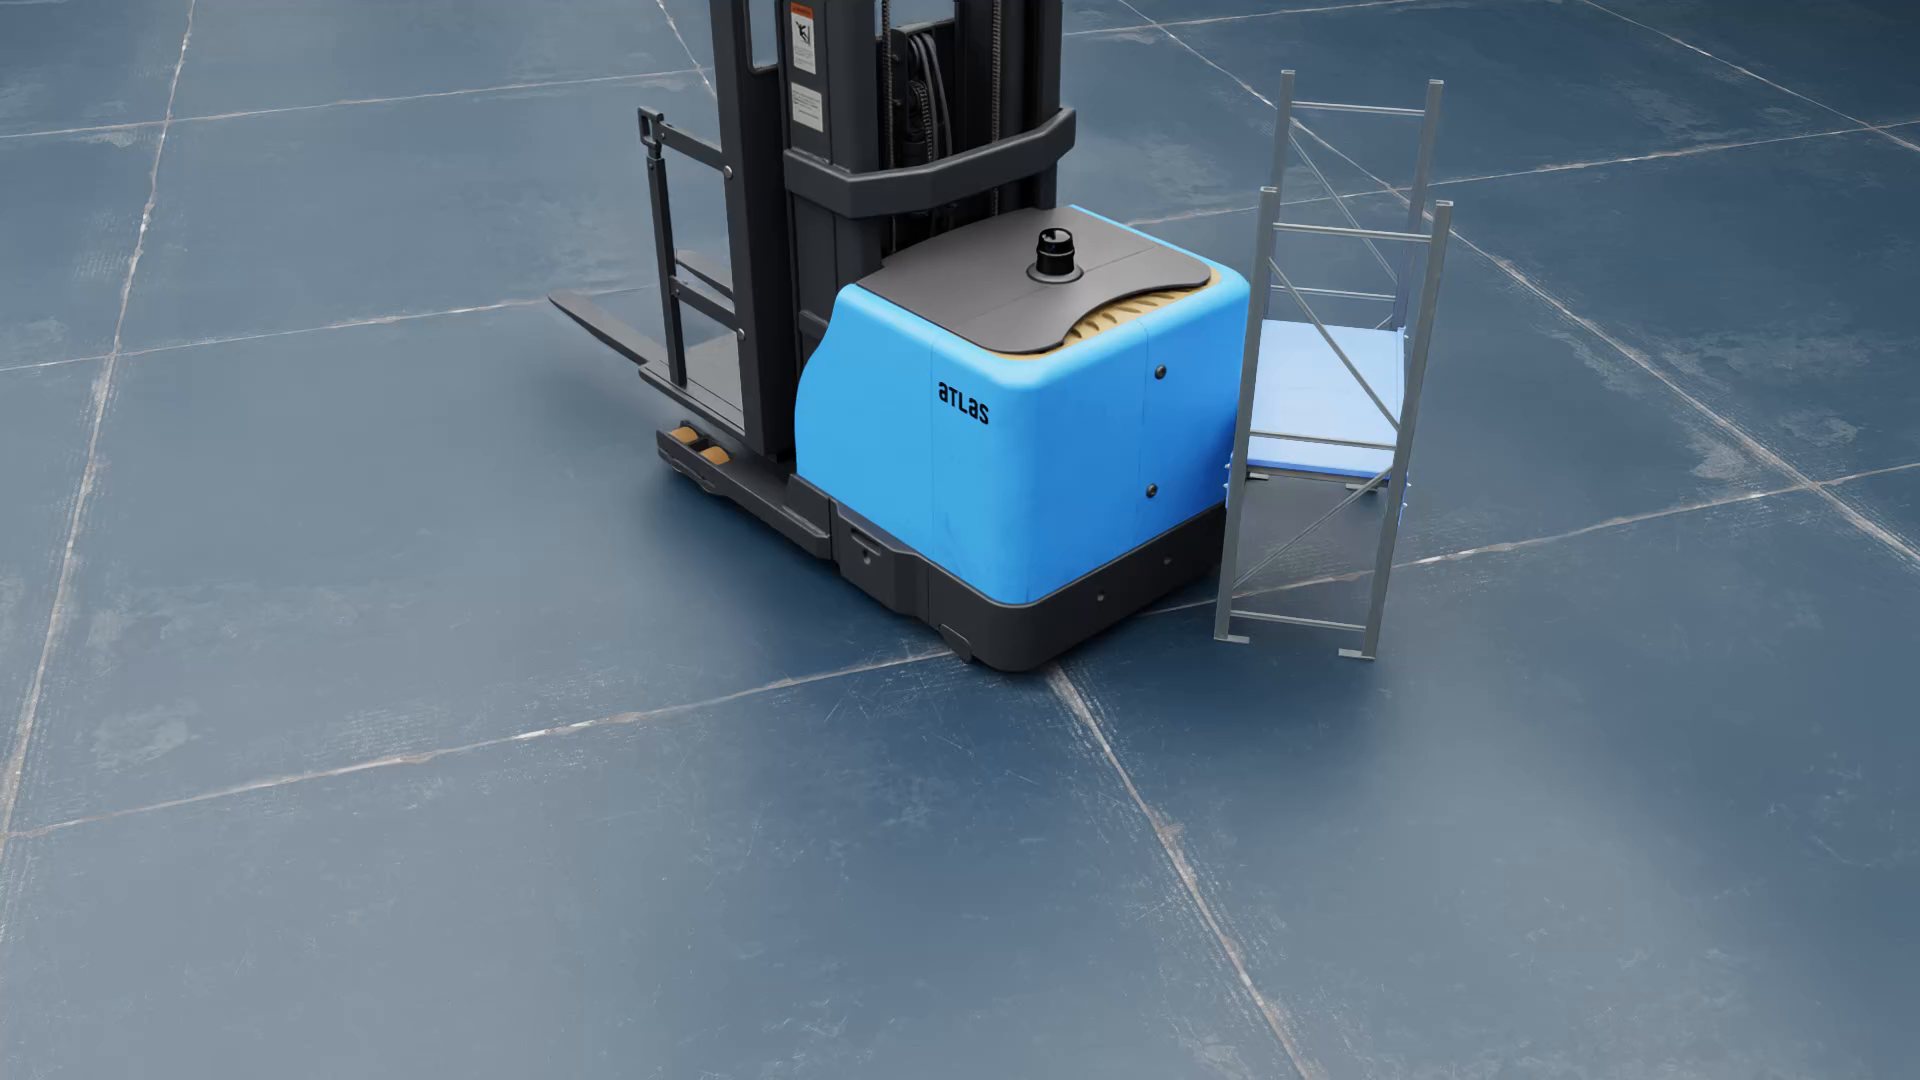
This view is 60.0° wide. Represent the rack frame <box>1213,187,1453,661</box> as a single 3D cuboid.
[{"bbox_3d":[1.050,-0.286,4.823,0.500,1.500,0.032,7,34,10],"label":"rack frame"}]

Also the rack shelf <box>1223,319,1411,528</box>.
[{"bbox_3d":[1.158,-0.410,5.337,0.538,0.185,1.000,7,34,10],"label":"rack shelf"}]

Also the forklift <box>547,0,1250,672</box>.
[{"bbox_3d":[-0.459,-1.556,5.447,1.130,2.935,3.031,-26,41,-34],"label":"forklift"}]

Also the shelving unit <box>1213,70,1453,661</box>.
[{"bbox_3d":[1.158,-0.560,5.238,0.538,1.500,1.048,7,34,10],"label":"shelving unit"}]

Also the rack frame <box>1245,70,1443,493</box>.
[{"bbox_3d":[1.266,-0.834,5.652,0.500,1.500,0.032,7,34,10],"label":"rack frame"}]
